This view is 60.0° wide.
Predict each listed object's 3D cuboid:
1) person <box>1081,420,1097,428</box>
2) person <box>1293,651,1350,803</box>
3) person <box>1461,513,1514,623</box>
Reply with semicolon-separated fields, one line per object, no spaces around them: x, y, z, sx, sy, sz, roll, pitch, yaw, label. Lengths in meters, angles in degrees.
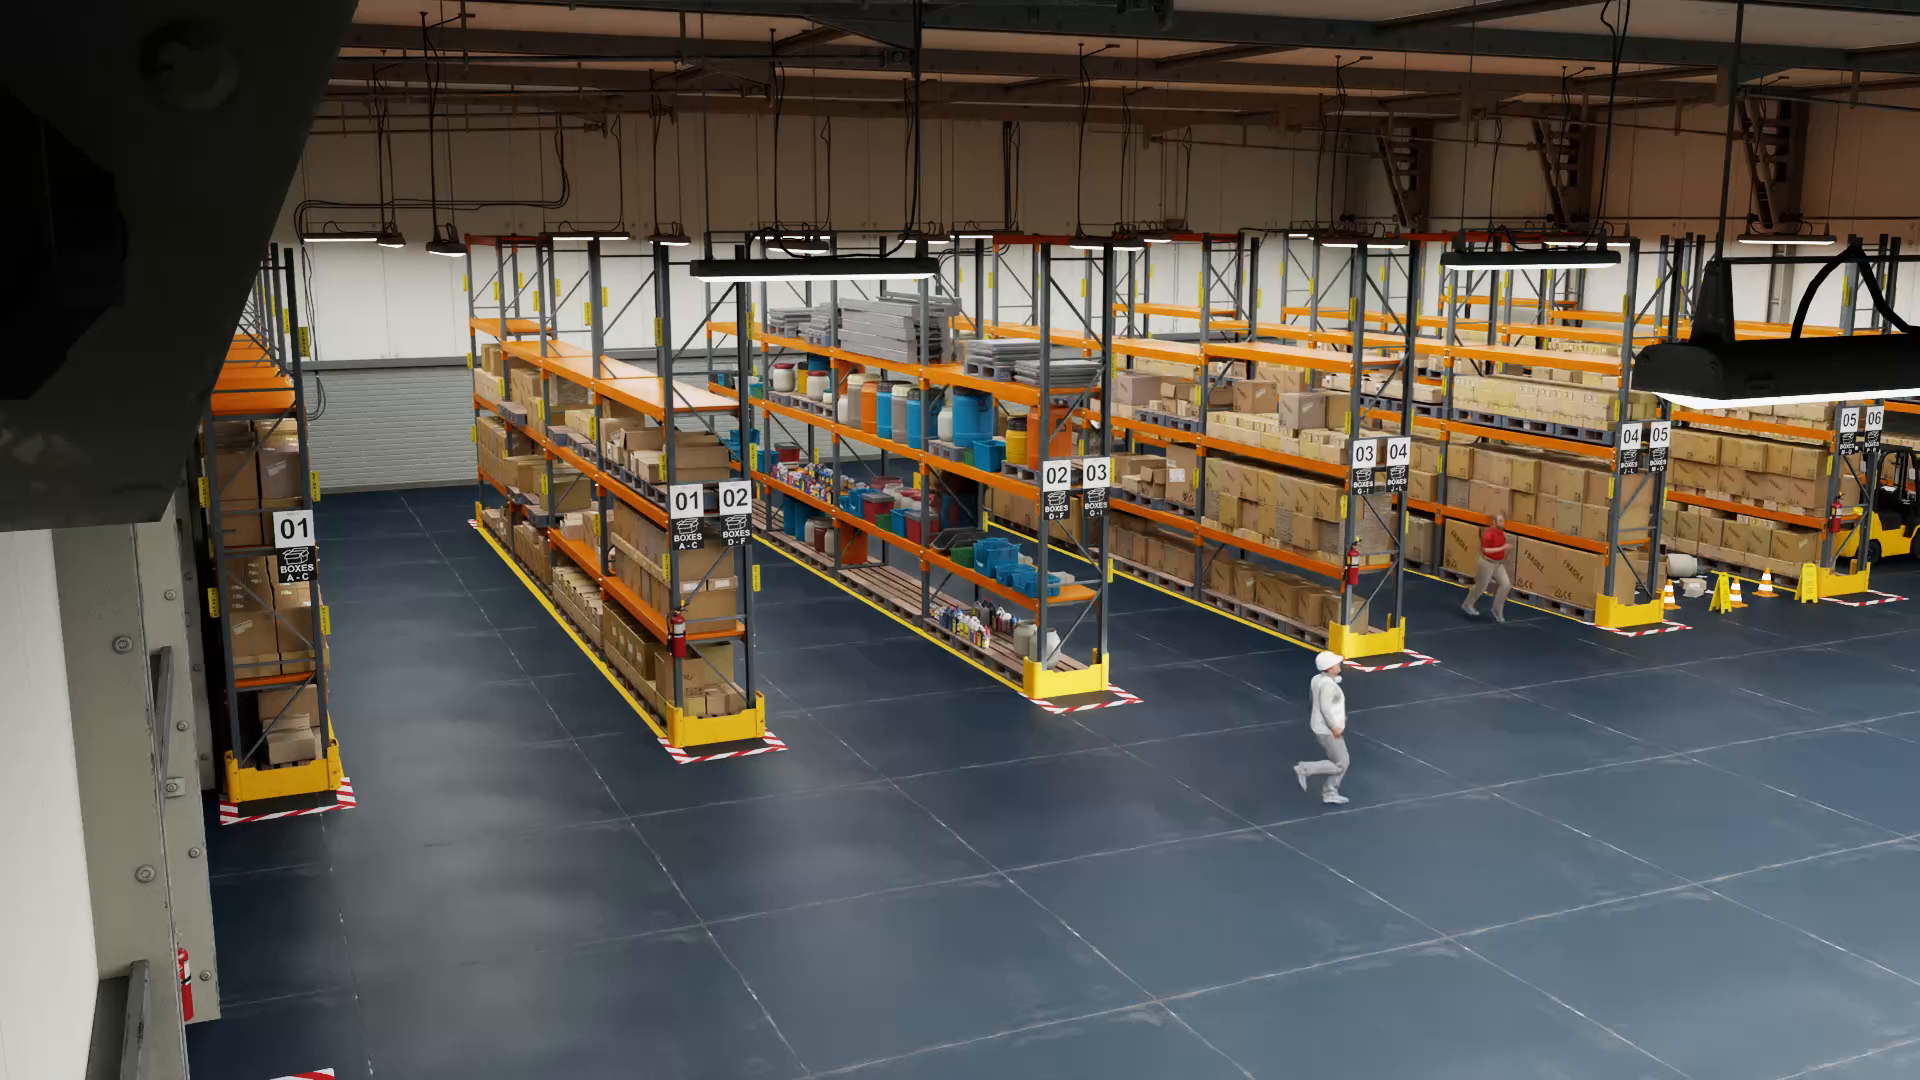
3.117;-2.399;41.332;0.493;1.638;0.578;-7;13;-33;person
3.954;2.047;18.114;0.643;1.728;0.678;0;11;2;person
8.393;0.451;26.390;0.629;1.809;0.853;-8;14;-37;person
